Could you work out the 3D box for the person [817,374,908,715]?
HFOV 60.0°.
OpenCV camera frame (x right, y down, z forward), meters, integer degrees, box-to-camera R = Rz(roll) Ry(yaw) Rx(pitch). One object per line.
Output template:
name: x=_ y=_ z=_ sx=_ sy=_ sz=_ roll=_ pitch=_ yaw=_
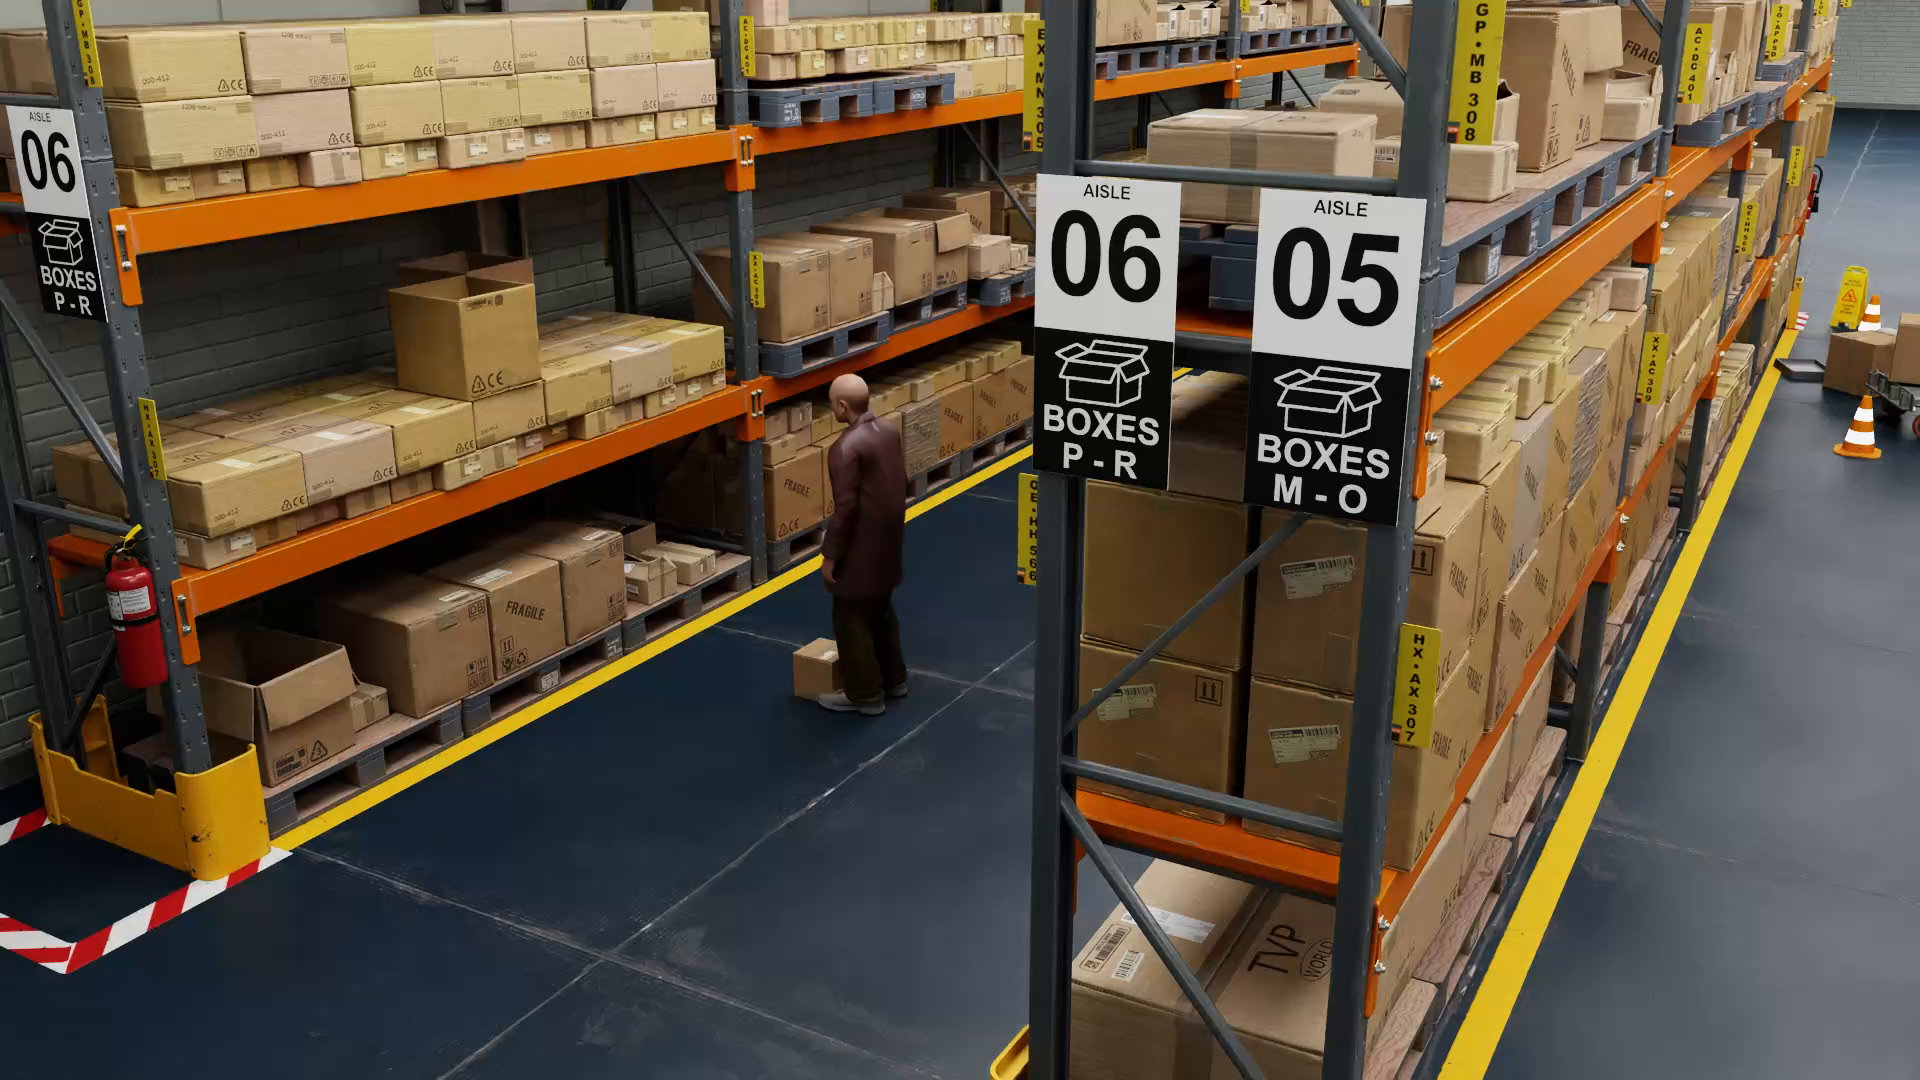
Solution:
person: x=-0.495 y=0.017 z=8.541 sx=0.421 sy=1.774 sz=0.634 roll=10 pitch=22 yaw=27
